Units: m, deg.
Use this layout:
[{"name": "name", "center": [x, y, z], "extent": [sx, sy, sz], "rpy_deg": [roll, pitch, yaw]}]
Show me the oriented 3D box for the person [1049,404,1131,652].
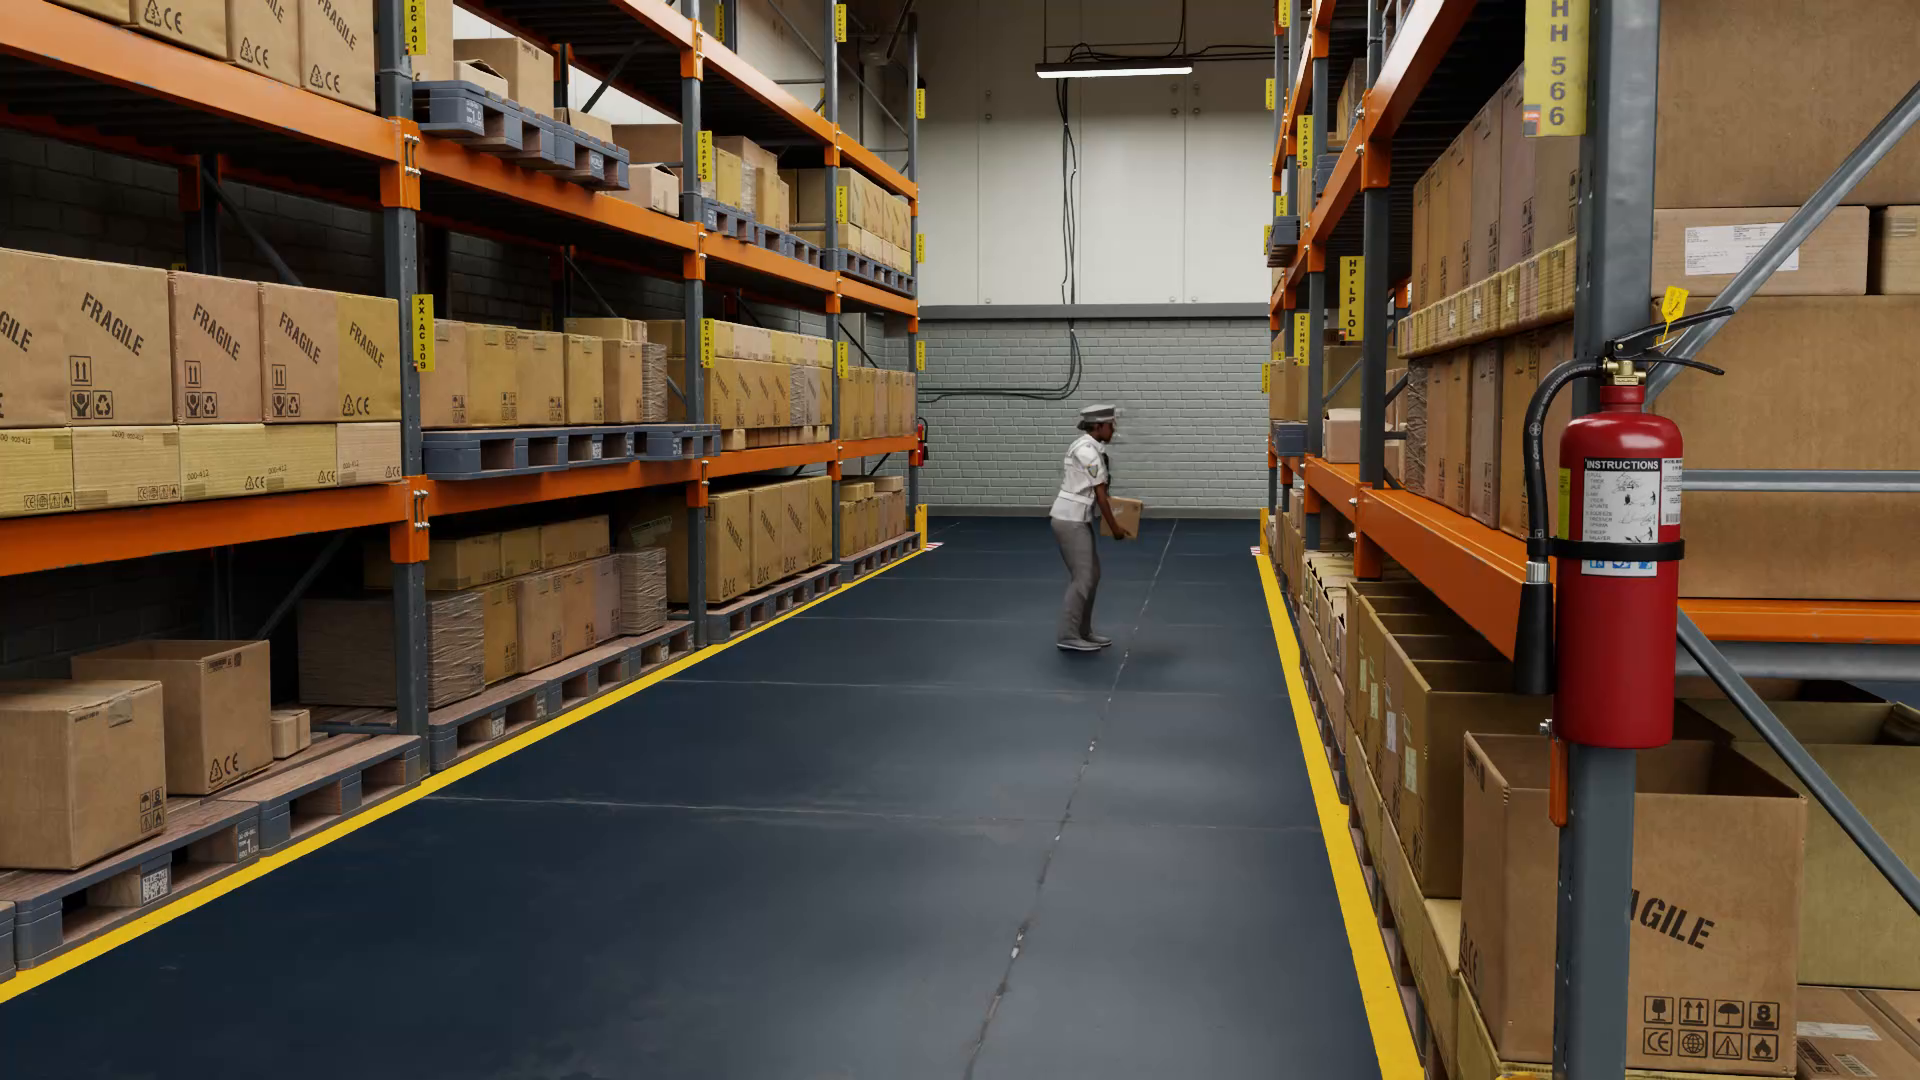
[{"name": "person", "center": [0.877, -0.088, 11.163], "extent": [0.554, 1.646, 0.416], "rpy_deg": [1, 5, 8]}]
